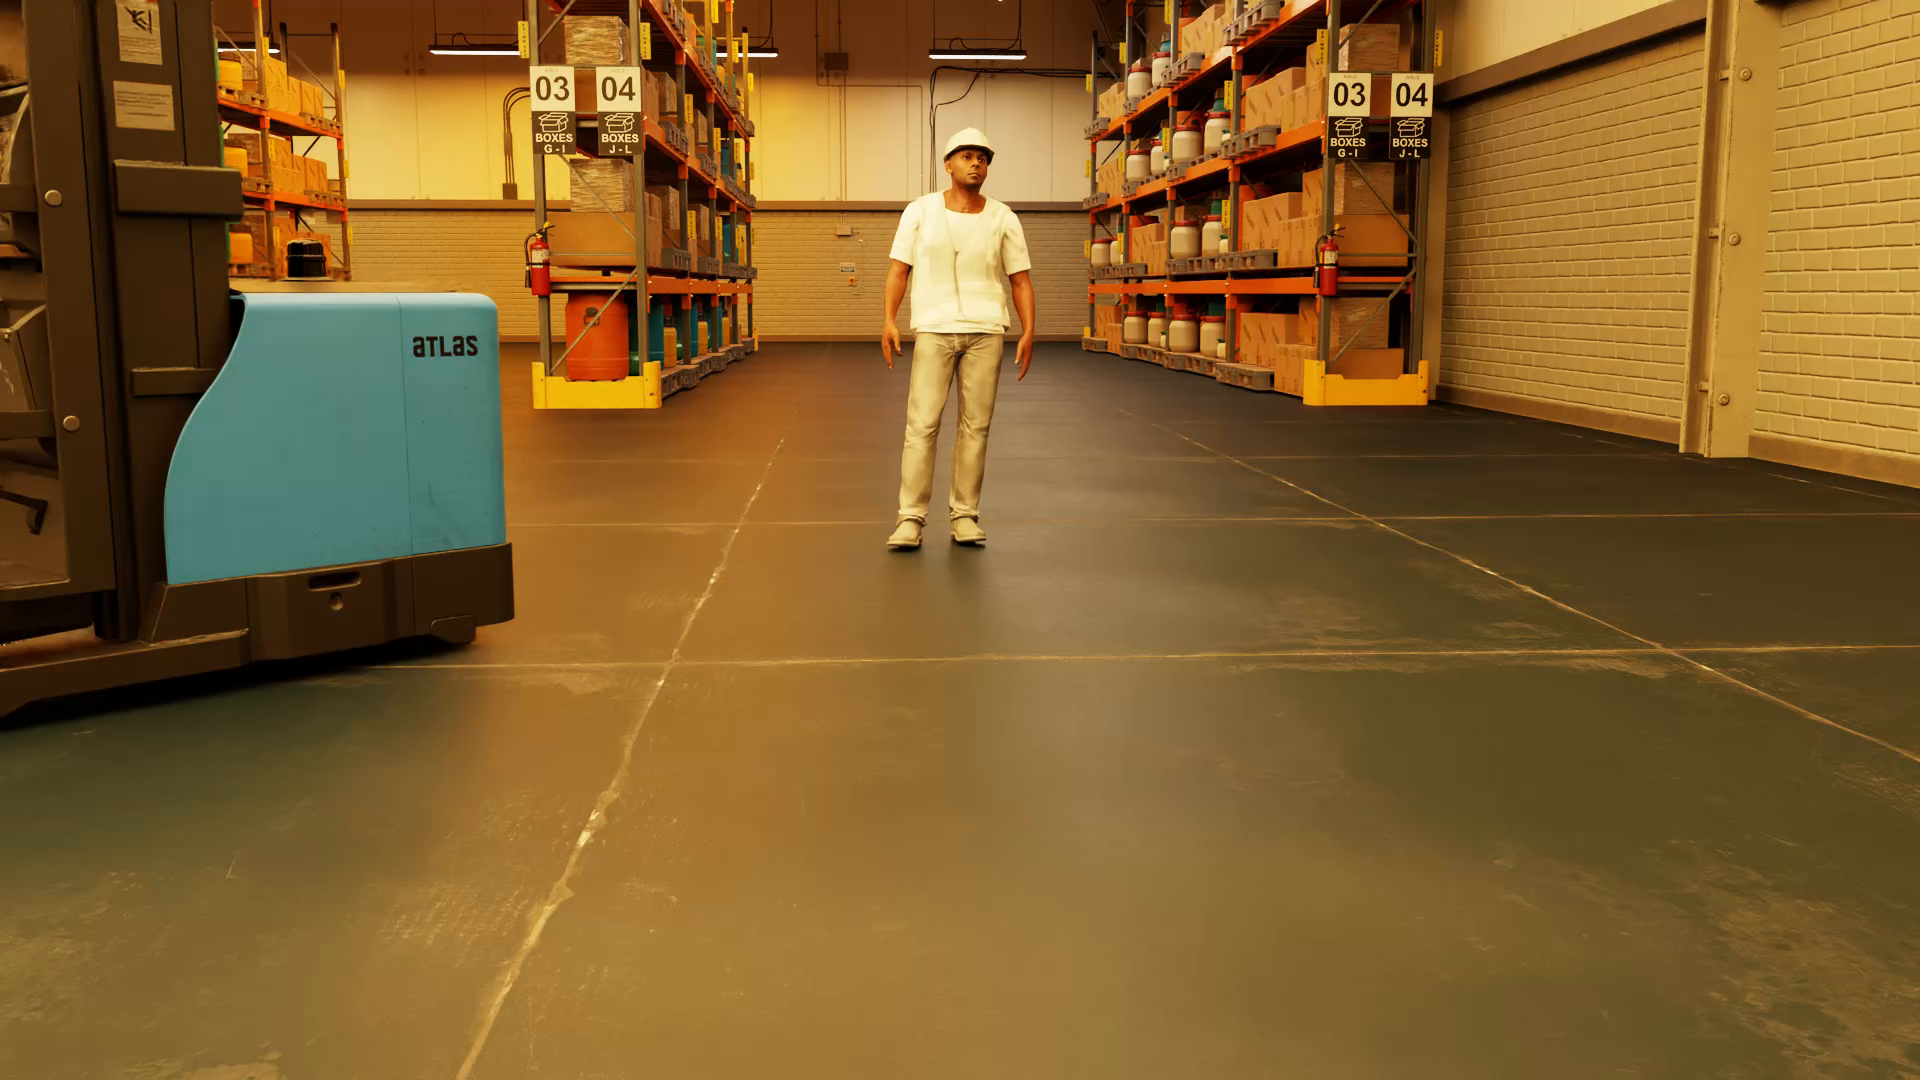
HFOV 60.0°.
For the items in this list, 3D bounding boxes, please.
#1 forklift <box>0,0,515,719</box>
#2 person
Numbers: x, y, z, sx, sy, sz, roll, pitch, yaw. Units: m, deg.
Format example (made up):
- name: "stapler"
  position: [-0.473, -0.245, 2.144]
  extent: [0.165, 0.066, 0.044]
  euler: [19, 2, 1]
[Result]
- name: "forklift"
  position: [-2.767, -1.026, 4.239]
  extent: [1.130, 2.935, 3.031]
  euler: [8, 12, 43]
- name: "person"
  position: [-0.002, -0.870, 7.110]
  extent: [0.666, 1.765, 0.577]
  euler: [-1, 8, -4]
